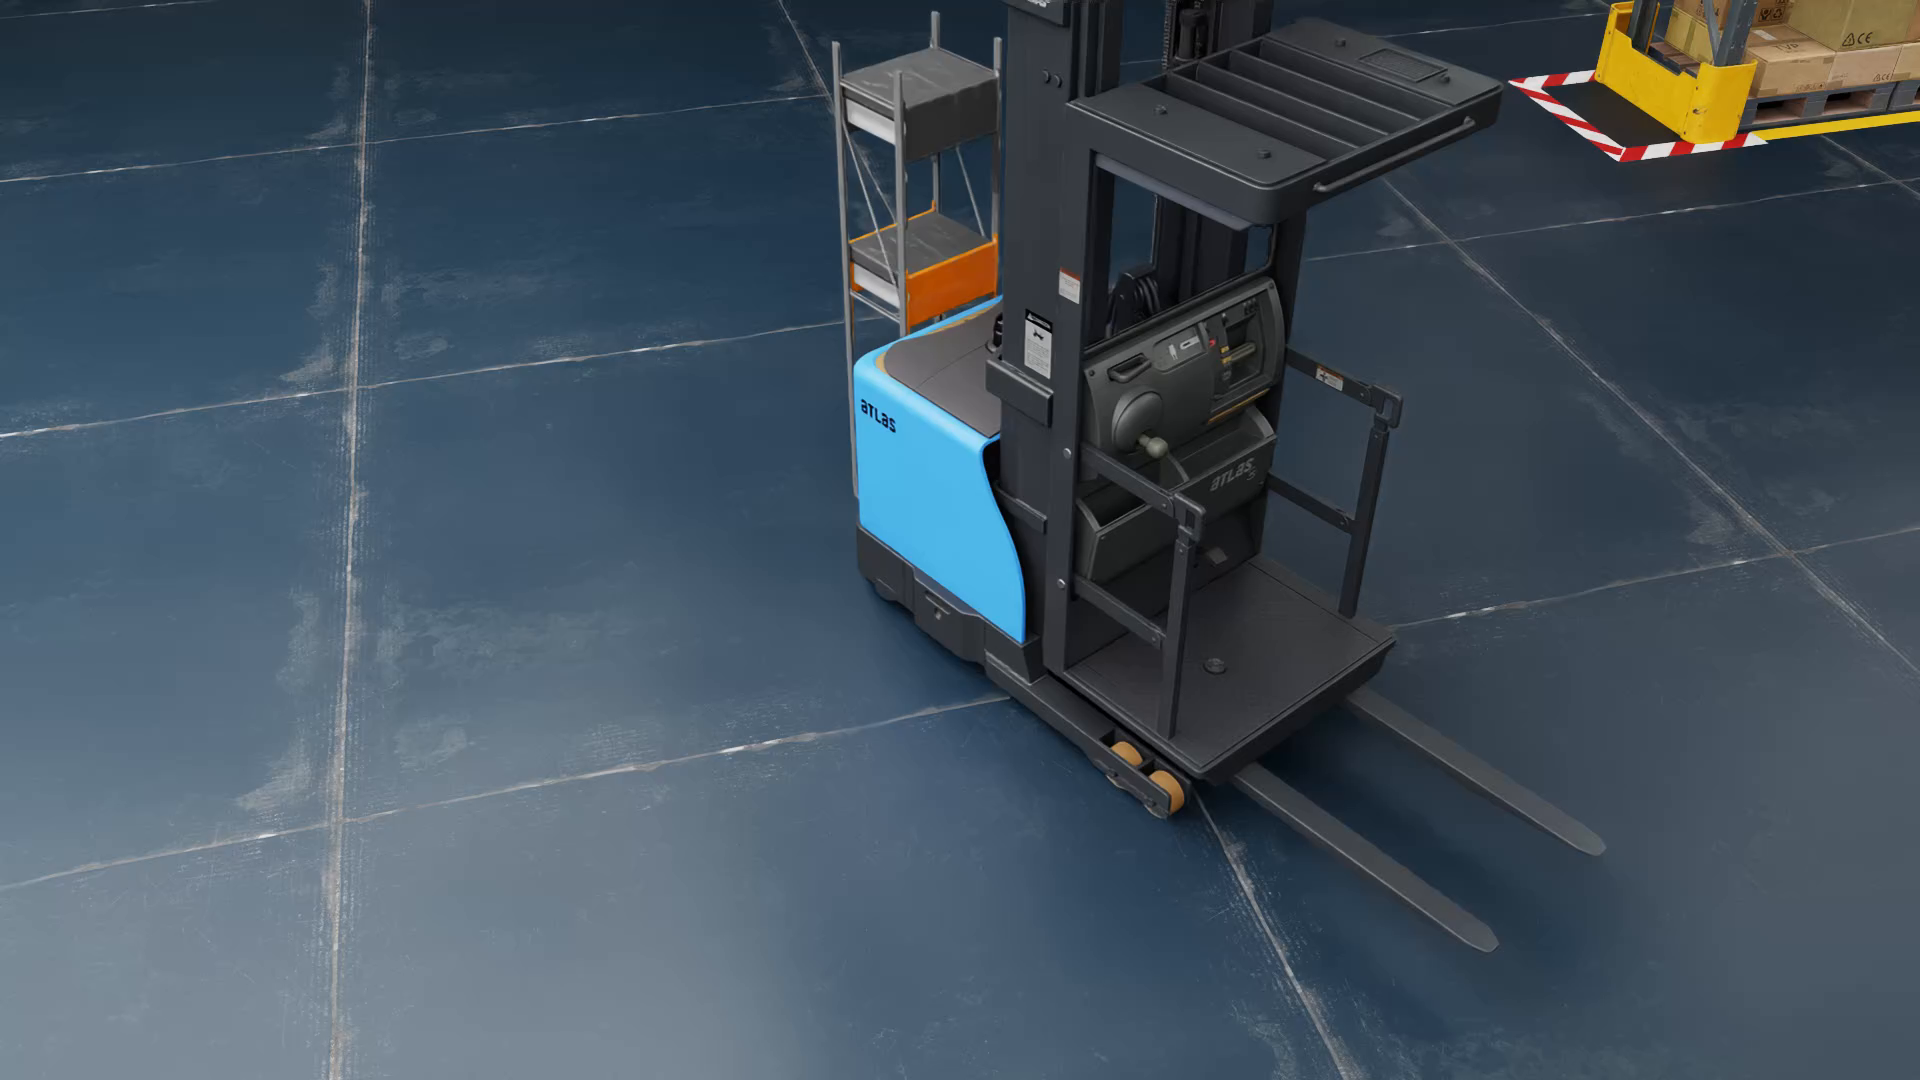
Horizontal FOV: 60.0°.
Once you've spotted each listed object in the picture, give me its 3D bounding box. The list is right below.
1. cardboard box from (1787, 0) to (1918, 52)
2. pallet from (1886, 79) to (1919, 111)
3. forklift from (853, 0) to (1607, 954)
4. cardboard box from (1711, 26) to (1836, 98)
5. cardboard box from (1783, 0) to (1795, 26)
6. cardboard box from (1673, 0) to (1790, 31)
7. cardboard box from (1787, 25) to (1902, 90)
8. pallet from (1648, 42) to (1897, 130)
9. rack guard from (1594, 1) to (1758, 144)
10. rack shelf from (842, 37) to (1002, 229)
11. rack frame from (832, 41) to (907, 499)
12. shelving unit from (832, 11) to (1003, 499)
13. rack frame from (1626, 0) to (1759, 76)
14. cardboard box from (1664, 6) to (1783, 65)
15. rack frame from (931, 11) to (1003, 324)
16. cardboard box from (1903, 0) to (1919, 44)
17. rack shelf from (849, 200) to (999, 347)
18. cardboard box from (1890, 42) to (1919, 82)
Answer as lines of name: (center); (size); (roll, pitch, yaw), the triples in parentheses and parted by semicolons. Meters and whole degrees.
cardboard box: (5.724, -3.469, 10.616); (0.500, 0.500, 0.500); (-9, 38, -12)
pallet: (6.569, -3.291, 11.378); (1.213, 0.211, 1.003); (-9, 38, -12)
forklift: (0.915, -0.522, 5.521); (1.130, 2.935, 3.031); (-28, 45, -31)
cardboard box: (5.242, -3.090, 10.739); (0.500, 0.250, 0.500); (-9, 38, -12)
cardboard box: (5.587, -3.480, 11.248); (0.500, 0.250, 0.500); (-9, 38, -12)
cardboard box: (5.107, -3.693, 10.910); (0.500, 0.500, 0.500); (-9, 38, -12)
cardboard box: (5.724, -3.172, 10.845); (0.500, 0.250, 0.500); (-9, 38, -12)
pallet: (5.394, -3.099, 11.128); (1.213, 0.211, 1.003); (-9, 38, -12)
rack guard: (4.643, -3.065, 10.845); (0.348, 0.500, 1.175); (-9, 38, -12)
rack shelf: (-0.160, -1.587, 6.467); (0.480, 0.518, 0.431); (-28, 45, -31)
rack frame: (-0.345, -0.945, 6.757); (0.015, 2.100, 0.400); (-28, 45, -31)
shelving unit: (-0.160, -1.042, 6.884); (0.503, 2.100, 0.431); (-28, 45, -31)
rack frame: (4.666, -4.061, 10.090); (0.127, 3.000, 1.000); (-9, 38, -12)
cardboard box: (5.107, -3.394, 11.136); (0.500, 0.250, 0.500); (-9, 38, -12)
rack frame: (0.024, -1.139, 7.011); (0.015, 2.100, 0.400); (-28, 45, -31)
cardboard box: (6.204, -3.555, 10.729); (0.500, 0.500, 0.500); (-9, 38, -12)
rack shelf: (-0.160, -1.031, 6.892); (0.480, 0.518, 0.431); (-28, 45, -31)
cardboard box: (6.207, -3.251, 10.948); (0.500, 0.250, 0.500); (-9, 38, -12)
